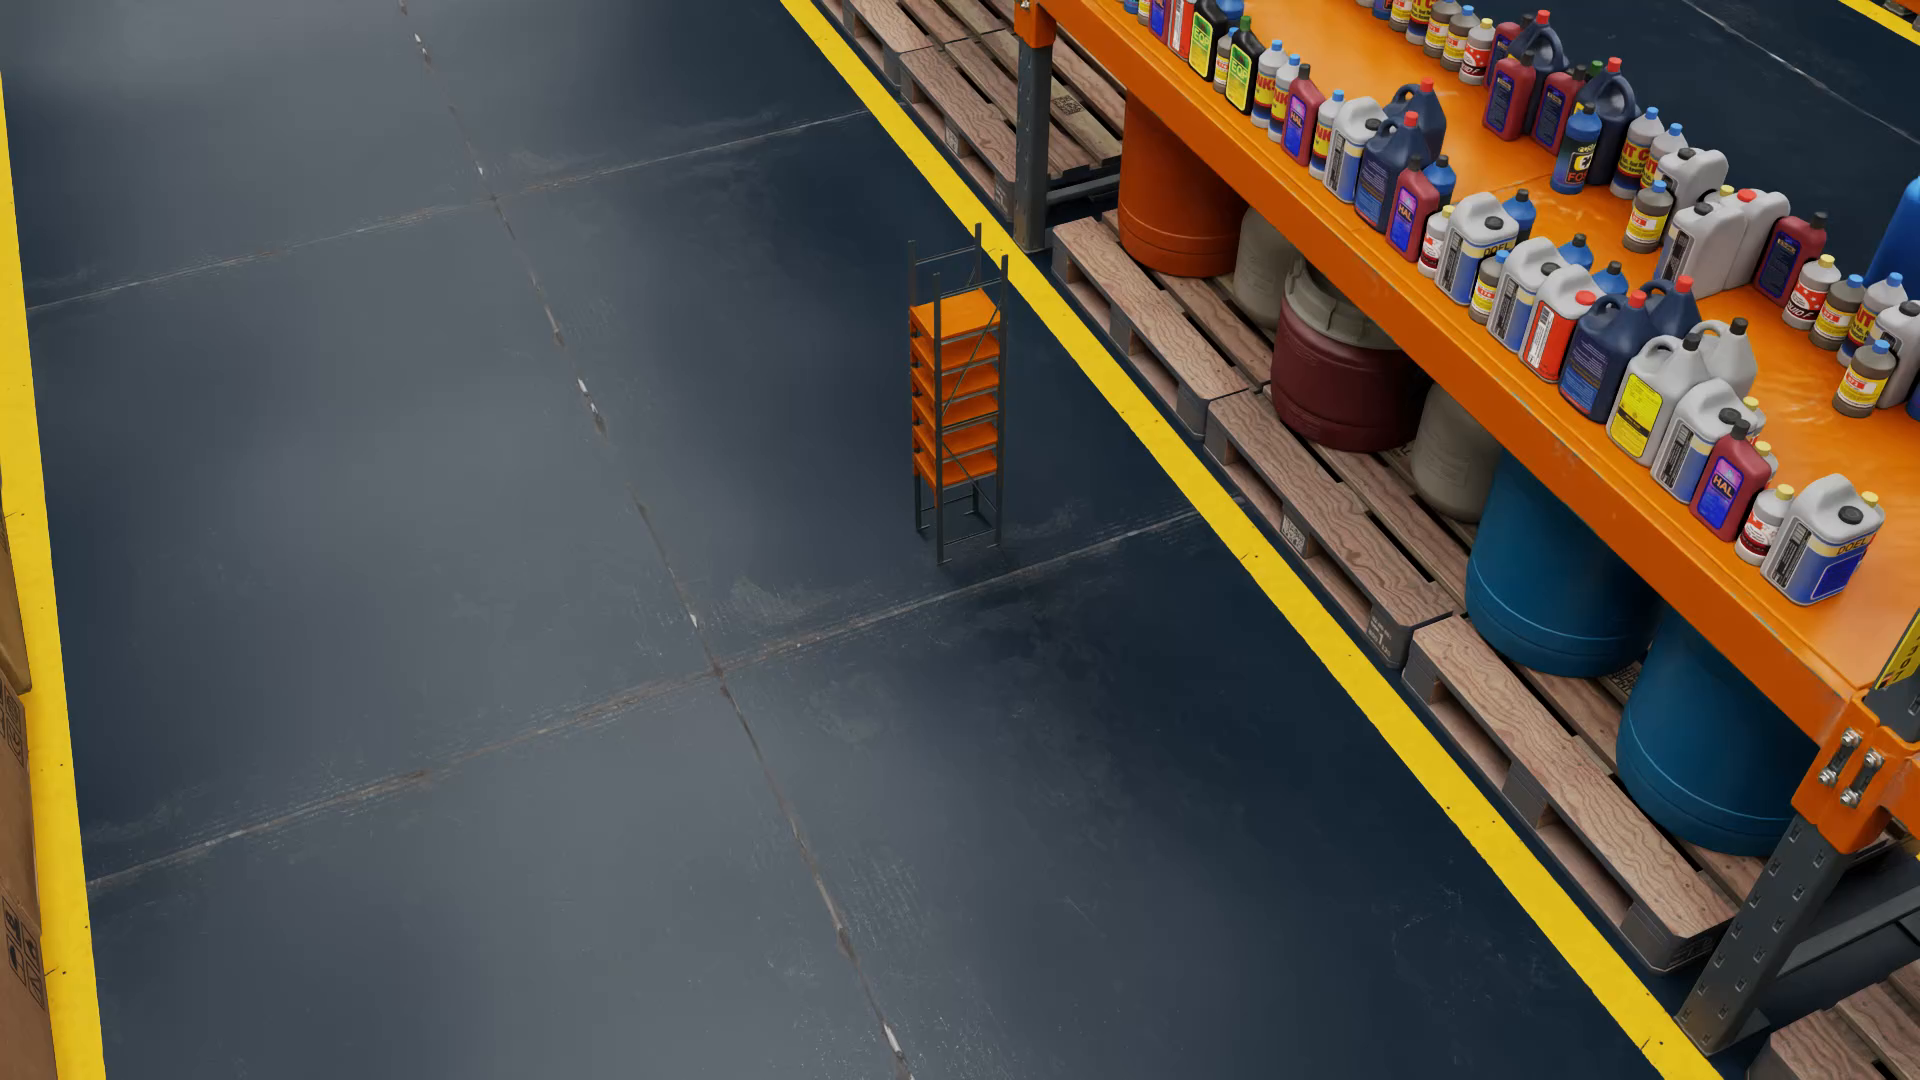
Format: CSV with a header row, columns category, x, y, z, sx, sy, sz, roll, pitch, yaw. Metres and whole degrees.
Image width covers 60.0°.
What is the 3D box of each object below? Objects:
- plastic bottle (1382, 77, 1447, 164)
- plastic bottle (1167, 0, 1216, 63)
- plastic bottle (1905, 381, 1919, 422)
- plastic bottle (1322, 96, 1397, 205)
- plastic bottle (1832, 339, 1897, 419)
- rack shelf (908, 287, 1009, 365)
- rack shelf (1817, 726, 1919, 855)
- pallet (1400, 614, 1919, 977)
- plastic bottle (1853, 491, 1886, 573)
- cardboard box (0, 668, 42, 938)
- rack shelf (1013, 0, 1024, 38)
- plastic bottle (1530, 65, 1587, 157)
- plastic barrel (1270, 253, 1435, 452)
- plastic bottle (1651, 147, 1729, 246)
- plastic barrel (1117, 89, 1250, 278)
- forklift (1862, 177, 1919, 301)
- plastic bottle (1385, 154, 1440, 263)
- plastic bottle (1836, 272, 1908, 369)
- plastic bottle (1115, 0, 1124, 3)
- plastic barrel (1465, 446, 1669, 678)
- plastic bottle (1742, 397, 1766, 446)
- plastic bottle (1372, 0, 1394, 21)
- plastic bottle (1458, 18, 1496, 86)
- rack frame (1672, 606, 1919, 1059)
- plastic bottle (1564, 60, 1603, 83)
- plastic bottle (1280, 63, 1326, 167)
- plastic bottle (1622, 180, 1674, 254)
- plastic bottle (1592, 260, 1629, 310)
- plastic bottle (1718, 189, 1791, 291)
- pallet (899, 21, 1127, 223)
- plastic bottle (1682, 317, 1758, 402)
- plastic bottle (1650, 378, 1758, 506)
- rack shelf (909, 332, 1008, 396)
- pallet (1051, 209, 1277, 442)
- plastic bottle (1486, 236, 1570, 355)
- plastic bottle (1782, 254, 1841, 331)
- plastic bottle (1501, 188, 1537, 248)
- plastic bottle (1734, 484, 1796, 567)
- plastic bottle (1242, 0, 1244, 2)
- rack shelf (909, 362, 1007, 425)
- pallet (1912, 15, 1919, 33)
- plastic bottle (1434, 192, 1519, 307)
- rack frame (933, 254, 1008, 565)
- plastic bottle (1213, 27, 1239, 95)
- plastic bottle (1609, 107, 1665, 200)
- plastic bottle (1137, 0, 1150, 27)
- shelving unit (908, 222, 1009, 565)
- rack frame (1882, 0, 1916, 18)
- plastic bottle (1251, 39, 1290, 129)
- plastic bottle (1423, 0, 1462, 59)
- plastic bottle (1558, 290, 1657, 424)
category,x,y,z,sx,sy,sz,roll,pitch,yaw
plastic bottle,1.320,-1.196,4.861,0.144,0.351,0.185,-18,47,-17
plastic bottle,0.786,-1.730,5.456,0.152,0.276,0.135,-18,47,-17
plastic bottle,2.456,-0.421,4.132,0.097,0.271,0.097,0,45,0
plastic bottle,1.175,-1.142,4.860,0.152,0.276,0.135,-18,47,-17
plastic bottle,2.277,-0.413,4.174,0.097,0.201,0.097,0,45,0
rack shelf,-0.006,-0.661,5.116,0.258,0.103,0.180,-18,47,-17
rack shelf,3.226,1.639,2.466,1.077,0.370,4.000,-18,47,-17
pallet,2.098,0.597,4.995,1.003,0.211,1.213,-18,47,-17
plastic bottle,2.031,-0.025,3.781,0.097,0.201,0.097,0,45,0
cardboard box,-3.152,0.645,4.174,1.225,0.875,0.875,-18,47,-17
rack shelf,-0.138,-3.459,7.632,1.077,0.370,4.000,-18,47,-17
plastic bottle,1.819,-1.318,5.033,0.061,0.283,0.133,-18,47,-17
plastic barrel,1.399,-0.705,5.747,0.600,0.588,0.708,-18,47,-17
plastic bottle,2.049,-0.993,4.709,0.152,0.276,0.135,-18,47,-17
plastic barrel,0.924,-1.511,6.392,0.600,0.830,0.708,-18,47,-17
forklift,4.648,-1.509,5.192,3.031,2.935,1.130,-15,47,-15
plastic bottle,1.267,-0.927,4.637,0.061,0.283,0.133,-18,47,-17
plastic bottle,2.358,-0.568,4.282,0.097,0.271,0.097,0,45,0
plastic bottle,0.592,-2.025,5.755,0.152,0.276,0.135,-18,47,-17
plastic barrel,1.874,-0.097,4.908,0.600,0.901,0.708,-18,47,-17
plastic bottle,1.878,-0.258,4.017,0.097,0.201,0.097,0,45,0
plastic bottle,1.471,-1.913,5.645,0.097,0.271,0.097,0,45,0
plastic bottle,1.676,-1.578,5.355,0.097,0.201,0.097,0,45,0
rack frame,2.385,0.108,3.505,1.000,3.000,0.127,-18,47,-17
plastic bottle,1.875,-1.336,5.052,0.061,0.283,0.133,-18,47,-17
plastic bottle,1.036,-1.278,4.993,0.061,0.283,0.133,-18,47,-17
plastic bottle,1.944,-0.918,4.686,0.097,0.201,0.097,0,45,0
plastic bottle,1.666,-0.604,4.319,0.097,0.271,0.097,0,45,0
plastic bottle,2.147,-0.845,4.559,0.152,0.276,0.135,-18,47,-17
pallet,0.412,-1.953,7.579,1.003,0.211,1.213,-18,47,-17
plastic bottle,1.832,-0.406,4.061,0.144,0.351,0.185,-18,47,-17
plastic bottle,1.772,-0.236,3.942,0.152,0.276,0.135,-18,47,-17
rack shelf,-0.006,-0.576,5.201,0.258,0.103,0.180,-18,47,-17
pallet,1.072,-0.958,6.571,1.003,0.211,1.213,-18,47,-17
plastic bottle,1.504,-0.643,4.354,0.152,0.276,0.135,-18,47,-17
plastic bottle,2.276,-0.668,4.432,0.097,0.201,0.097,0,45,0
plastic bottle,1.511,-0.838,4.555,0.097,0.271,0.097,0,45,0
plastic bottle,1.852,-0.042,3.799,0.097,0.201,0.097,0,45,0
plastic bottle,0.892,-1.753,5.532,0.097,0.201,0.097,0,45,0
rack shelf,-0.006,-0.490,5.285,0.258,0.103,0.180,-18,47,-17
pallet,5.478,-2.422,8.054,1.003,0.211,1.213,-18,47,-17
plastic bottle,1.406,-0.791,4.504,0.152,0.276,0.135,-18,47,-17
rack frame,0.032,-0.378,5.279,0.240,1.200,0.006,-18,47,-17
plastic bottle,0.866,-1.537,5.313,0.097,0.201,0.097,0,45,0
plastic bottle,1.984,-1.135,4.856,0.097,0.271,0.097,0,45,0
plastic bottle,0.656,-1.855,5.636,0.097,0.201,0.097,0,45,0
shelving unit,-0.006,-0.436,5.338,0.258,1.200,0.189,-18,47,-17
rack frame,5.199,-3.901,7.568,1.000,3.000,0.127,-18,47,-17
plastic bottle,0.963,-1.415,5.140,0.097,0.271,0.097,0,45,0
plastic bottle,1.594,-1.702,5.481,0.097,0.201,0.097,0,45,0
plastic bottle,1.624,-0.481,4.137,0.144,0.351,0.185,-18,47,-17
